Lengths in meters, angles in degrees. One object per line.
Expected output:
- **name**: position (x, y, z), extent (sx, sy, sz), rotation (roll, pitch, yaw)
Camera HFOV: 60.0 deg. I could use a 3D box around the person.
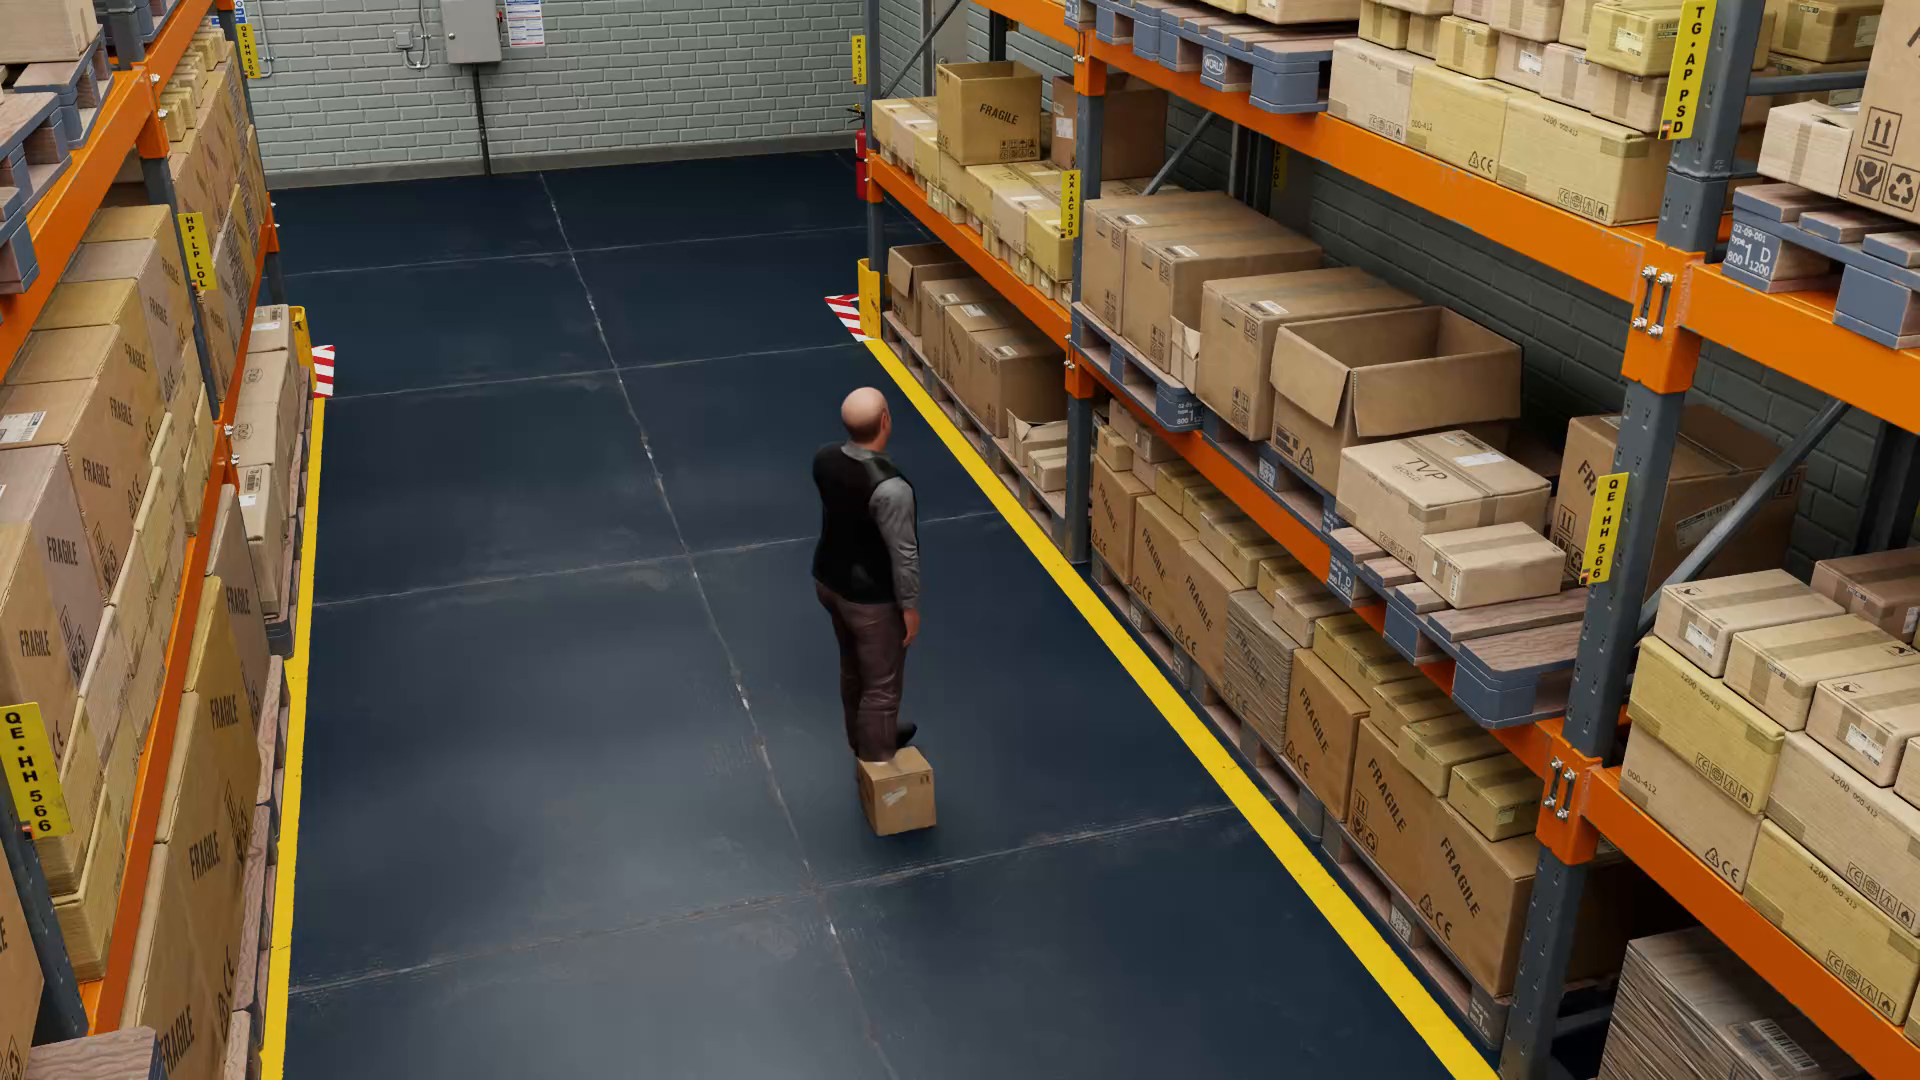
- **person**: position (-0.312, 0.239, 6.695), extent (0.483, 1.644, 0.564), rotation (-20, 32, -34)
